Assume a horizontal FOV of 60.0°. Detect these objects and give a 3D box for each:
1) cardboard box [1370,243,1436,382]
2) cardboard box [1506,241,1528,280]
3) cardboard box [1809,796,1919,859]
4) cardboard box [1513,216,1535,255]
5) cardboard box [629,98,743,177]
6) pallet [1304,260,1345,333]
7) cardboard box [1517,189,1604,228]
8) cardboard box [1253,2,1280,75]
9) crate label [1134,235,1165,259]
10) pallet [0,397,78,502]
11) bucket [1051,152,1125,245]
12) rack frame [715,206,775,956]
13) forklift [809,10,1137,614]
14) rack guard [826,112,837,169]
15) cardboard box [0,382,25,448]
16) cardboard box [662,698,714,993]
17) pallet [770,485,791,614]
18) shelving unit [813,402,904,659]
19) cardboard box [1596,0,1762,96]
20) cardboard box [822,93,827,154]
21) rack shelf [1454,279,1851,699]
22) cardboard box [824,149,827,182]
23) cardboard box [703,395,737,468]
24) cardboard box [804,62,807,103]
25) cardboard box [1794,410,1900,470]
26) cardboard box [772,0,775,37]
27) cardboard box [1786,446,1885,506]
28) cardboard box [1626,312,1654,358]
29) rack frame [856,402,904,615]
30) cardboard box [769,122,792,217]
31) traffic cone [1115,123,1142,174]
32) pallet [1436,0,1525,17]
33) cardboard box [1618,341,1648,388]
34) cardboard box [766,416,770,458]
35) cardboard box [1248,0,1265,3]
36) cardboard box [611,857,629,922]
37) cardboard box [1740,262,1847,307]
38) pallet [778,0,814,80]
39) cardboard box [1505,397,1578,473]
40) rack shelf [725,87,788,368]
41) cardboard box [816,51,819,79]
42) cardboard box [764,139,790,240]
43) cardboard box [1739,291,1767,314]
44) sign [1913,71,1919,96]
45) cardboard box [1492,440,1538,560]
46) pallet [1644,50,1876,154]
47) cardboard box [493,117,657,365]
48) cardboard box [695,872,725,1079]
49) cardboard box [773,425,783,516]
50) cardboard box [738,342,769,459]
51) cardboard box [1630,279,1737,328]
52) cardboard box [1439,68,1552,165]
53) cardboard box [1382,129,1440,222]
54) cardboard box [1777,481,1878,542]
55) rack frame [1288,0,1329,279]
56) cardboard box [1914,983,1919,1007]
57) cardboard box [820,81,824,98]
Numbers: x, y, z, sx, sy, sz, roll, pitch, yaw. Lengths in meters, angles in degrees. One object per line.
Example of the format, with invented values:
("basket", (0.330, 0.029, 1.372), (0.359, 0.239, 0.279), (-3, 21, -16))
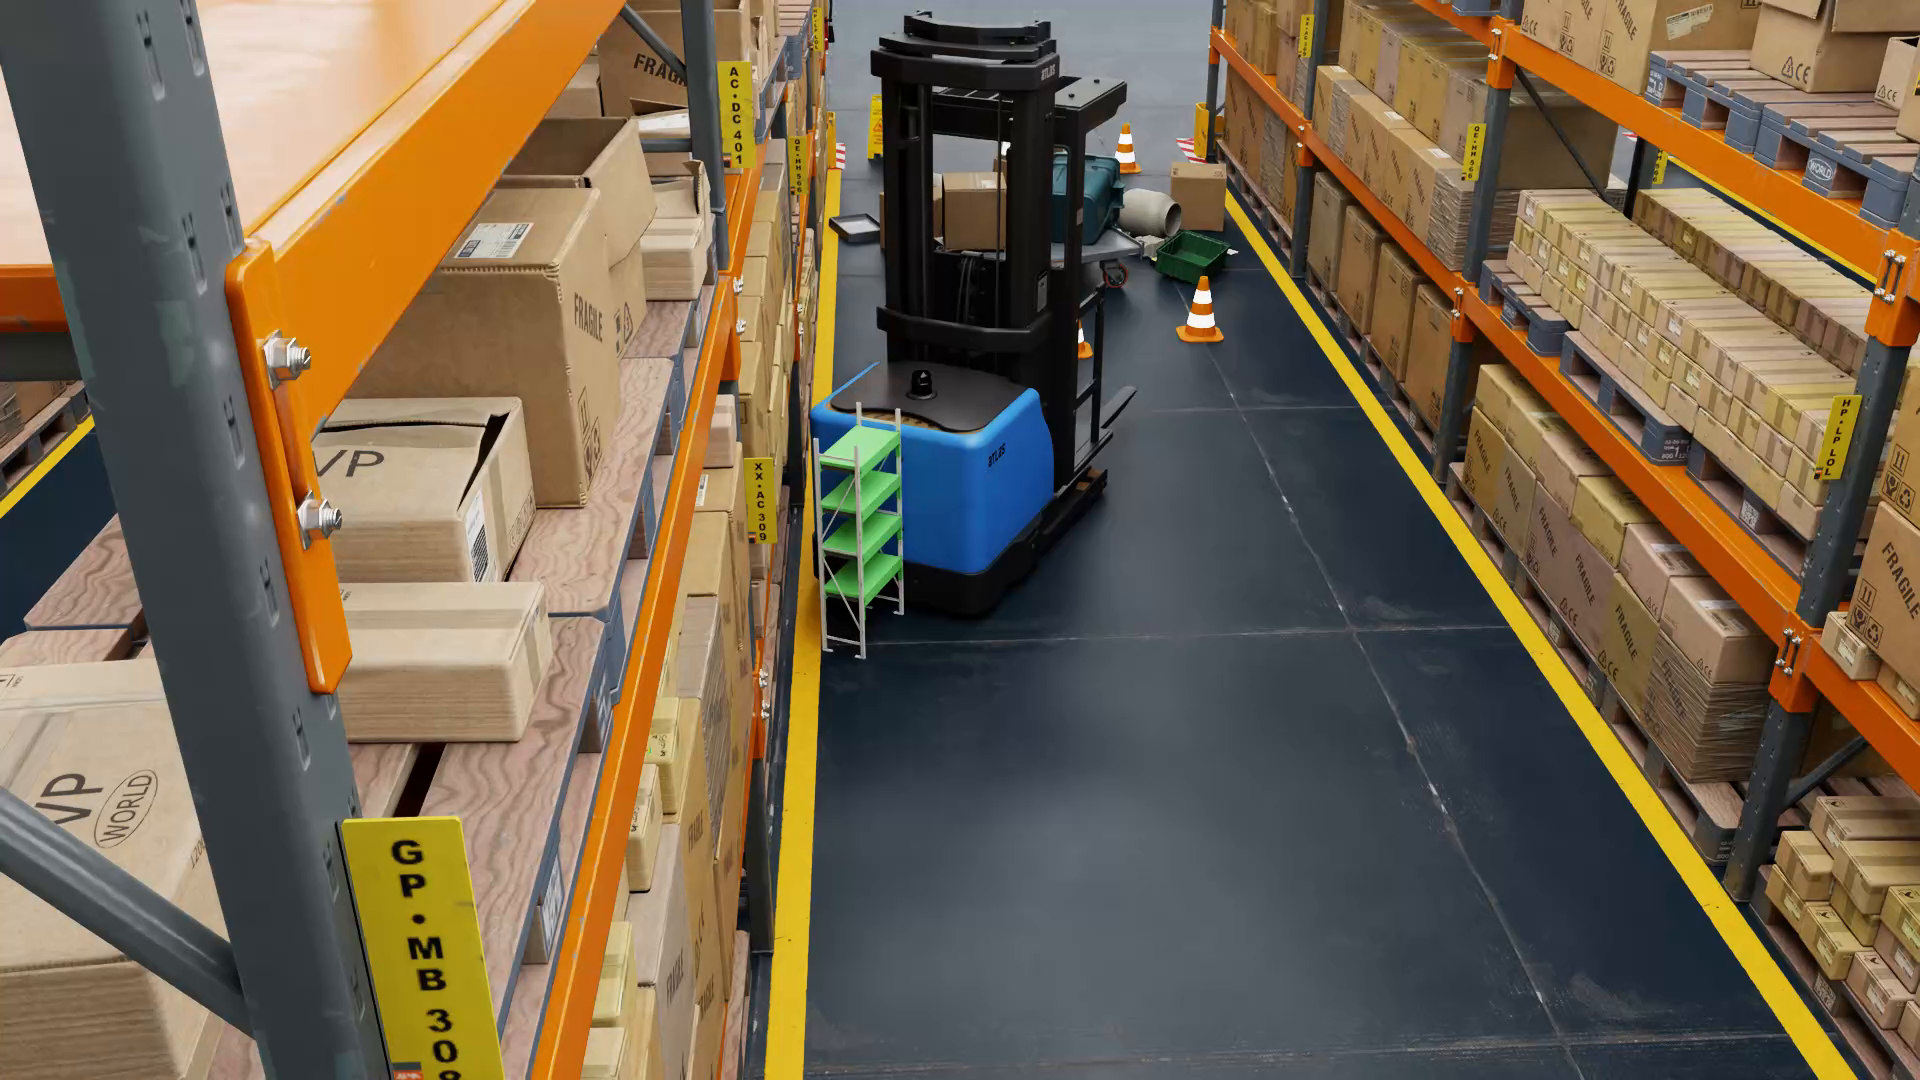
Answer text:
("cardboard box", (3.496, -1.590, 11.534), (1.050, 0.750, 0.750), (-1, 28, -2))
("cardboard box", (3.309, -1.578, 9.349), (0.380, 0.149, 0.250), (-2, 28, -3))
("cardboard box", (3.507, 1.111, 6.362), (0.380, 0.149, 0.250), (0, 28, -1))
("cardboard box", (3.312, -1.693, 9.249), (0.380, 0.149, 0.250), (0, 28, 0))
("cardboard box", (-0.919, -1.397, 5.633), (0.396, 0.266, 0.258), (-2, 28, -3))
("pallet", (3.394, -1.971, 13.300), (1.003, 0.211, 1.213), (-1, 28, -3))
("cardboard box", (3.318, -1.833, 9.195), (0.380, 0.149, 0.250), (-1, 28, -3))
("cardboard box", (3.157, -4.546, 15.061), (0.875, 0.550, 0.500), (-1, 28, -3))
("crate label", (1.643, -2.563, 14.515), (0.298, 0.136, 0.250), (-23, 35, -37))
("pallet", (-6.412, -0.571, 10.617), (1.003, 0.211, 1.213), (-1, 28, -3))
("bucket", (0.969, -2.791, 13.754), (0.726, 0.611, 0.620), (8, 39, 15))
("rack frame", (-1.242, 0.299, 5.933), (1.000, 3.000, 0.127), (-1, 28, -3))
("forklift", (0.260, -1.562, 9.576), (1.130, 2.935, 3.031), (12, 30, 22))
("rack guard", (-1.865, -4.099, 17.069), (1.175, 0.500, 0.348), (-1, 28, -3))
("cardboard box", (-6.427, -0.848, 10.247), (0.875, 0.625, 0.625), (-1, 28, -1))
("cardboard box", (-0.869, 0.724, 3.929), (0.500, 0.500, 0.500), (-1, 28, -2))
("pallet", (-1.485, 0.054, 9.418), (1.003, 0.211, 1.213), (-1, 28, -3))
("shelving unit", (-0.509, -0.045, 8.539), (0.258, 1.200, 0.503), (11, 29, 20))
("cardboard box", (3.316, -2.357, 7.674), (0.500, 0.500, 0.500), (-1, 28, -3))
("cardboard box", (-1.536, -3.938, 15.764), (0.500, 0.500, 0.500), (0, 28, -1))
("rack shelf", (3.591, -0.472, 8.189), (1.077, 0.370, 4.000), (-1, 28, -3))
("cardboard box", (-1.539, -3.604, 15.935), (0.500, 0.250, 0.500), (-1, 28, -2))
("cardboard box", (-0.908, -0.342, 5.271), (0.380, 0.149, 0.250), (-2, 28, -4))
("cardboard box", (-1.407, -3.550, 12.429), (0.500, 0.500, 0.500), (-2, 28, -4))
("cardboard box", (3.480, -0.386, 6.421), (0.380, 0.149, 0.250), (0, 28, 0))
("cardboard box", (-1.030, -2.377, 7.512), (0.396, 0.266, 0.258), (-2, 28, -4))
("cardboard box", (3.478, -0.253, 6.487), (0.380, 0.149, 0.250), (-1, 28, -1))
("cardboard box", (3.398, -0.974, 7.869), (0.380, 0.149, 0.250), (0, 28, -1))
("rack frame", (-0.417, -0.150, 8.739), (0.240, 1.200, 0.015), (11, 29, 20))
("cardboard box", (-1.243, -2.124, 9.695), (0.500, 0.500, 0.500), (-2, 28, -4))
("traffic cone", (1.679, -4.005, 16.928), (0.336, 0.463, 0.334), (-1, 28, -3))
("pallet", (3.400, -3.257, 9.711), (1.213, 0.211, 1.003), (0, 28, 0))
("cardboard box", (3.392, -0.845, 7.945), (0.380, 0.149, 0.250), (-2, 28, -4))
("cardboard box", (-1.039, -0.306, 6.715), (0.500, 0.250, 0.500), (-1, 28, -2))
("cardboard box", (3.064, -5.268, 15.277), (0.875, 0.550, 0.550), (-1, 28, -3))
("cardboard box", (-0.857, 0.717, 3.241), (0.380, 0.149, 0.250), (-1, 28, -2))
("cardboard box", (4.036, -1.241, 8.059), (0.380, 0.149, 0.250), (0, 28, 0))
("pallet", (-1.364, -2.498, 8.257), (1.213, 0.211, 1.003), (0, 28, 0))
("cardboard box", (3.308, -0.566, 9.030), (0.500, 0.250, 0.500), (-2, 28, -3))
("rack shelf", (-1.347, -1.636, 7.177), (1.077, 0.370, 4.000), (-1, 28, -3))
("cardboard box", (-1.467, -4.245, 14.216), (0.500, 0.500, 0.500), (-2, 28, -3))
("cardboard box", (-1.163, -1.803, 8.775), (0.500, 0.500, 0.500), (-2, 28, -4))
("cardboard box", (4.037, -1.108, 8.127), (0.380, 0.149, 0.250), (-1, 28, -1))
("sign", (3.142, -1.586, 5.319), (0.100, 0.325, 0.005), (-1, 28, -3))
("cardboard box", (3.299, -0.227, 9.191), (0.500, 0.500, 0.500), (-1, 28, -2))
("pallet", (3.713, -1.880, 7.071), (1.213, 0.211, 1.003), (-1, 28, -3))
("cardboard box", (-1.140, -0.685, 3.903), (0.797, 0.503, 0.637), (1, 28, 1))
("cardboard box", (-0.877, 1.174, 4.147), (0.500, 0.500, 0.500), (0, 28, -1))
("cardboard box", (-1.041, -0.320, 7.282), (0.500, 0.250, 0.500), (-2, 28, -3))
("cardboard box", (-0.978, -0.399, 6.082), (0.500, 0.500, 0.500), (-1, 28, -2))
("cardboard box", (3.397, -1.113, 7.814), (0.380, 0.149, 0.250), (-2, 28, -3))
("cardboard box", (3.446, -2.643, 10.385), (0.700, 0.500, 0.500), (-2, 28, -3))
("cardboard box", (3.145, -2.422, 11.041), (0.500, 0.500, 0.500), (-2, 28, -4))
("cardboard box", (3.477, -0.121, 6.555), (0.380, 0.149, 0.250), (-2, 28, -4))
("rack frame", (3.278, -3.562, 13.335), (1.000, 3.000, 0.127), (-1, 28, -3))
("cardboard box", (3.558, 1.605, 5.736), (0.380, 0.149, 0.250), (-3, 28, -5))
("cardboard box", (-1.470, -4.182, 15.532), (0.380, 0.149, 0.250), (-1, 28, -2))
